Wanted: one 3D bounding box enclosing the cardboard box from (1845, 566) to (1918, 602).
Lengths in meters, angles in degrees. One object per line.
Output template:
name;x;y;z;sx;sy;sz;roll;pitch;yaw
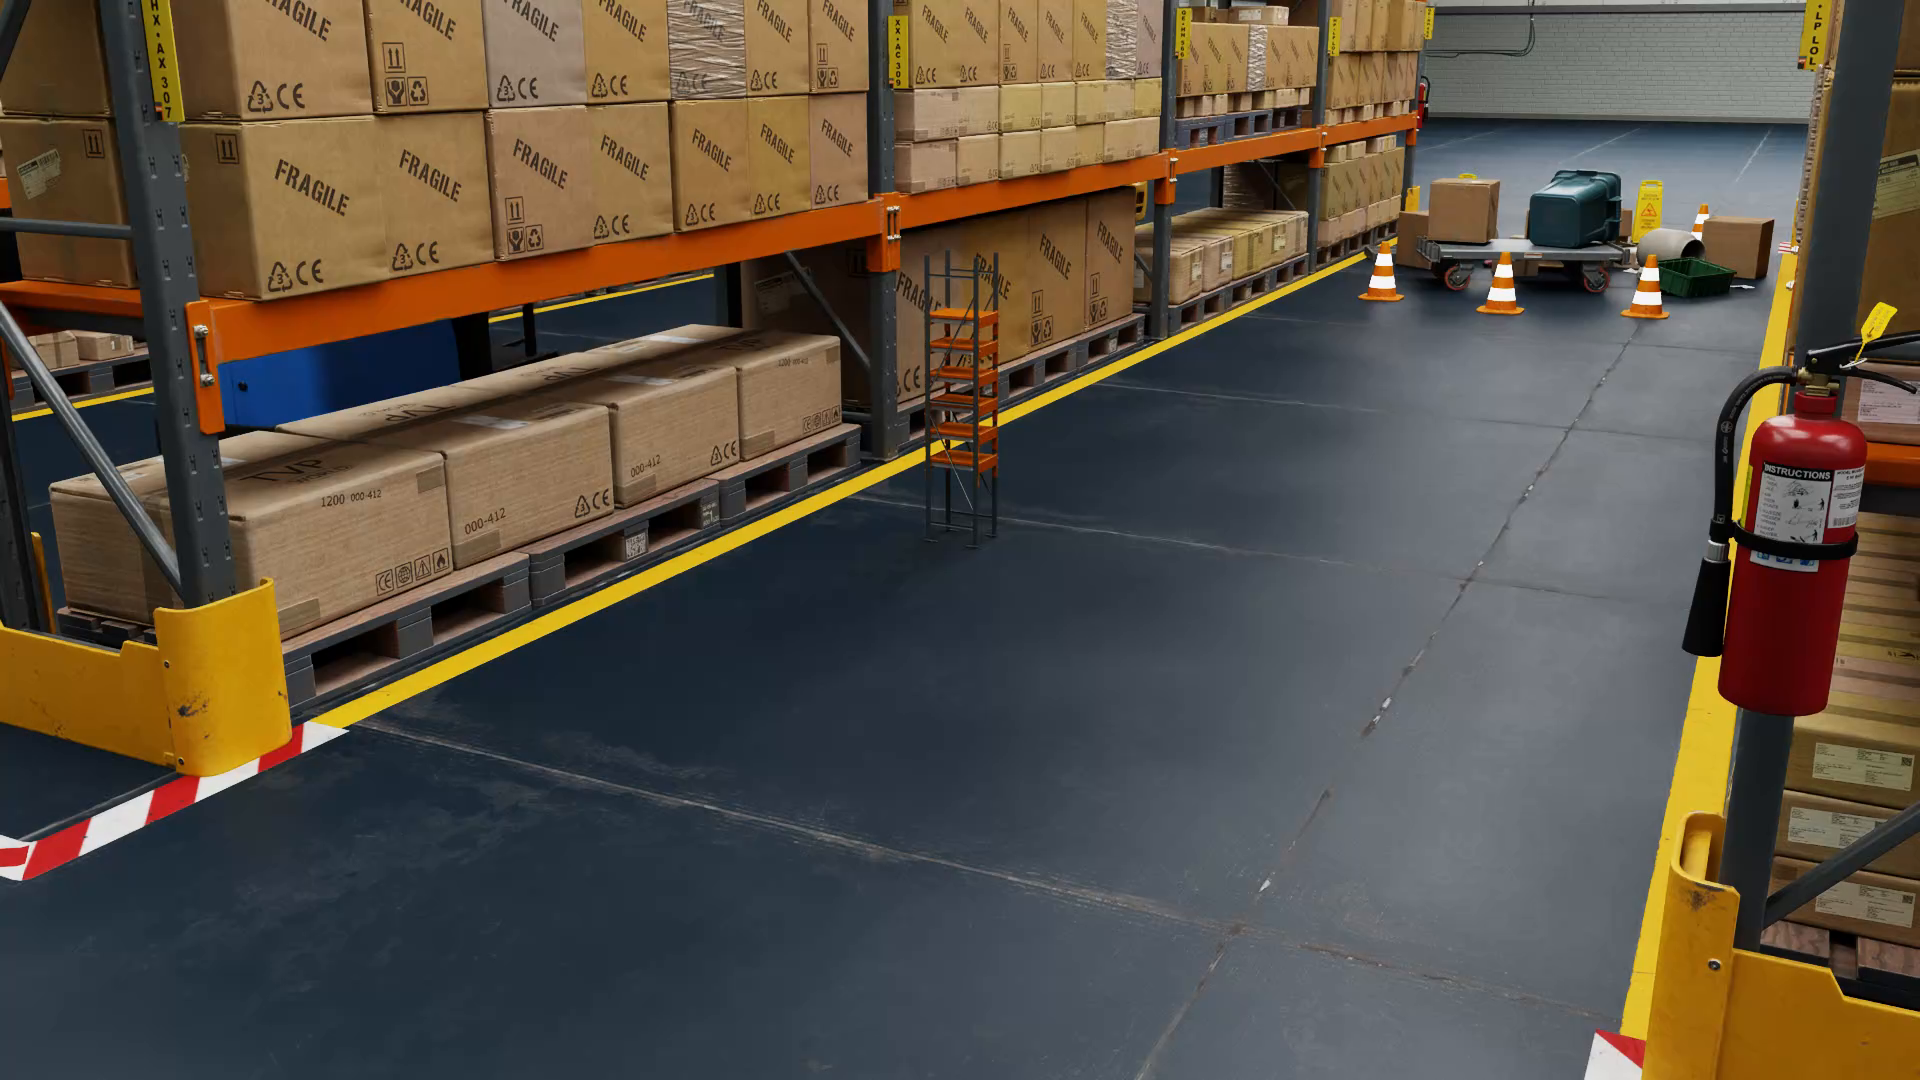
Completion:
cardboard box;2.319;0.167;4.420;0.380;0.149;0.250;9;19;27

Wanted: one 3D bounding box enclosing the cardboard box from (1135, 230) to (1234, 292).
cardboard box;1.586;-2.189;13.004;0.950;0.372;0.625;8;18;24

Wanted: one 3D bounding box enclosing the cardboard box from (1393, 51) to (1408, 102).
cardboard box;4.353;-4.844;17.367;0.500;0.500;0.500;8;18;25

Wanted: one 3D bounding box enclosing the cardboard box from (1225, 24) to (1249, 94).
cardboard box;1.868;-3.663;12.652;0.500;0.500;0.500;8;19;26

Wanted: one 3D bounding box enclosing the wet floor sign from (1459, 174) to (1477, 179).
wet floor sign;5.619;-3.737;18.474;0.232;0.644;0.267;-15;22;-41

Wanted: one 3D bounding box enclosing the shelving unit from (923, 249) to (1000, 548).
shelving unit;0.006;-0.579;6.866;0.258;1.200;0.189;8;18;25

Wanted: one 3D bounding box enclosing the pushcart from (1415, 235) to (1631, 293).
pushcart;4.851;-2.400;14.443;1.648;0.377;0.936;2;17;6

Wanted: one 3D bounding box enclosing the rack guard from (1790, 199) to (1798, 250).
rack guard;9.061;-3.157;16.777;1.175;0.500;0.348;8;18;25

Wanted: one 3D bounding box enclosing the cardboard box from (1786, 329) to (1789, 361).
cardboard box;3.795;-0.877;7.046;0.500;0.250;0.500;8;18;24

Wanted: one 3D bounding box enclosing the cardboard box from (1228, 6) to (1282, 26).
cardboard box;2.387;-4.241;13.461;0.380;0.149;0.250;7;18;23

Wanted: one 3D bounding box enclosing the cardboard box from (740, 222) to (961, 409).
cardboard box;-0.580;-1.248;8.952;0.875;0.875;0.875;9;19;27

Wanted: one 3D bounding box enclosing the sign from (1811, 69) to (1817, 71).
sign;6.766;-3.854;13.072;0.100;0.325;0.005;8;18;25

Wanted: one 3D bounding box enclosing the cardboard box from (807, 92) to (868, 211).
cardboard box;-0.764;-1.794;7.622;0.500;0.500;0.500;8;18;26

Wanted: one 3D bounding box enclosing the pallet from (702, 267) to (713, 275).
pallet;-2.491;-2.724;15.825;1.003;0.211;1.213;8;18;25

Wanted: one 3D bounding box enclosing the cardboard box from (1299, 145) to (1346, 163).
cardboard box;3.404;-3.629;15.608;0.380;0.149;0.250;8;18;26

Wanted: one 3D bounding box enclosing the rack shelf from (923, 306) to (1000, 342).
rack shelf;0.006;-0.881;6.776;0.258;0.103;0.180;8;18;25

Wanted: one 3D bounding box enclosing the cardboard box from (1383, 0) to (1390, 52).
cardboard box;3.828;-5.085;16.423;0.700;0.500;0.500;8;18;25

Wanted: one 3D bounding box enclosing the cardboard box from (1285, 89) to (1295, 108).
cardboard box;2.590;-3.714;13.965;0.380;0.149;0.250;8;18;24

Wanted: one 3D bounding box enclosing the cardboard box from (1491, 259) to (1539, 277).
cardboard box;5.073;-2.559;15.172;0.258;0.266;0.396;-4;17;-13

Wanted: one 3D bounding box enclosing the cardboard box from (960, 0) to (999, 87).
cardboard box;-0.129;-2.633;8.689;0.500;0.500;0.500;8;18;25

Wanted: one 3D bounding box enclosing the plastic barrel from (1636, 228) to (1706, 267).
plastic barrel;6.397;-2.580;14.967;0.421;0.421;0.512;-7;18;-22

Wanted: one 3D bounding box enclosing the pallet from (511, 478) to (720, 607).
pallet;-1.739;-0.065;6.871;1.003;0.211;1.213;8;18;25

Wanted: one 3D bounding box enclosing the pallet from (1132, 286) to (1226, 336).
pallet;1.352;-1.778;12.640;1.003;0.211;1.213;8;18;25

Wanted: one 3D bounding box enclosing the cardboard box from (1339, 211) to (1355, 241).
cardboard box;3.523;-3.071;16.188;0.500;0.250;0.500;9;19;28

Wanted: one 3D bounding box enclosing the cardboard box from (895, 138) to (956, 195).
cardboard box;-0.353;-1.904;8.429;0.500;0.250;0.500;8;18;24

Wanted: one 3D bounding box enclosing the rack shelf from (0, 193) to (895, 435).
rack shelf;-1.679;-1.043;6.530;1.077;0.370;4.000;8;18;25

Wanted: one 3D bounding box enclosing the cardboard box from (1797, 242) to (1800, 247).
cardboard box;3.269;-1.142;6.042;0.380;0.149;0.250;9;19;27

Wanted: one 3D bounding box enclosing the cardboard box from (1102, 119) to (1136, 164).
cardboard box;0.794;-2.550;10.605;0.500;0.250;0.500;8;19;26

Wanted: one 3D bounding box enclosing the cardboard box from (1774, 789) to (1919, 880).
cardboard box;1.881;0.578;3.558;0.380;0.149;0.250;8;18;24

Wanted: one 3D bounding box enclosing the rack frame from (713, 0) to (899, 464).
rack frame;-0.785;-1.897;8.143;1.000;3.000;0.127;8;18;25

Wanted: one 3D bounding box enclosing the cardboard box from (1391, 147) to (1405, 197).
cardboard box;4.452;-3.959;17.860;0.500;0.500;0.500;8;18;26

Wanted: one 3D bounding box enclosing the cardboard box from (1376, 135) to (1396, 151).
cardboard box;4.348;-4.168;17.424;0.380;0.149;0.250;9;19;27

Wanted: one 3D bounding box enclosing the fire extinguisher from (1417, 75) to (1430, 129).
fire extinguisher;5.040;-4.887;18.346;0.296;0.674;0.183;8;18;25

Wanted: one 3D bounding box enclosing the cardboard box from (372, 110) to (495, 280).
cardboard box;-1.900;-1.144;5.433;0.500;0.500;0.500;8;18;25

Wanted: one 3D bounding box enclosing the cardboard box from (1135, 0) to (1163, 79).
cardboard box;1.005;-3.278;10.861;0.500;0.500;0.500;8;18;24

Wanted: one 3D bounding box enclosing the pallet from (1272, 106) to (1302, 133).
pallet;2.318;-3.667;14.438;1.003;0.211;1.213;8;18;25

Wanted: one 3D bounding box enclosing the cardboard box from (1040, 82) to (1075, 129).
cardboard box;0.345;-2.532;9.665;0.500;0.250;0.500;7;18;24

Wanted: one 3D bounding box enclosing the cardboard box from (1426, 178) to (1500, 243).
cardboard box;4.395;-2.881;14.515;0.500;0.500;0.500;8;18;25

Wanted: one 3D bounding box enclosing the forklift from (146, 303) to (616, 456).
forklift;-2.918;-2.049;8.774;1.130;2.935;3.031;5;17;16

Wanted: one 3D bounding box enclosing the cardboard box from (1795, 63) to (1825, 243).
cardboard box;2.769;-1.139;4.892;0.500;0.500;0.500;8;18;24

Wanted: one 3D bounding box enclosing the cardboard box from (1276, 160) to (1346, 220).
cardboard box;3.294;-3.293;15.619;0.500;0.500;0.500;9;19;28

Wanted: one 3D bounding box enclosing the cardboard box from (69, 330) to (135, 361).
cardboard box;-5.214;-1.183;10.009;0.380;0.149;0.250;7;18;24

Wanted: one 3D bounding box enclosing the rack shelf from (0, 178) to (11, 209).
rack shelf;-6.121;-1.673;8.653;1.077;0.370;4.000;8;18;25

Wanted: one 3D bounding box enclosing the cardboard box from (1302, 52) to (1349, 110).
cardboard box;3.235;-4.202;15.205;0.500;0.500;0.500;8;18;25

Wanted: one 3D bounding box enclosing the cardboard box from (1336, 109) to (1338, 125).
cardboard box;3.283;-3.925;15.411;0.380;0.149;0.250;9;19;27

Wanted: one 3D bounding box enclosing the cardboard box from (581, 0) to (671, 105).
cardboard box;-1.434;-1.883;6.165;0.500;0.500;0.500;8;18;26

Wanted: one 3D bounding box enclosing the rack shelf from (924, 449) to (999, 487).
rack shelf;0.006;-0.306;6.947;0.258;0.103;0.180;8;18;25

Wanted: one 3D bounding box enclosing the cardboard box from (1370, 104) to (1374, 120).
cardboard box;3.885;-4.246;16.493;0.380;0.149;0.250;8;18;25
